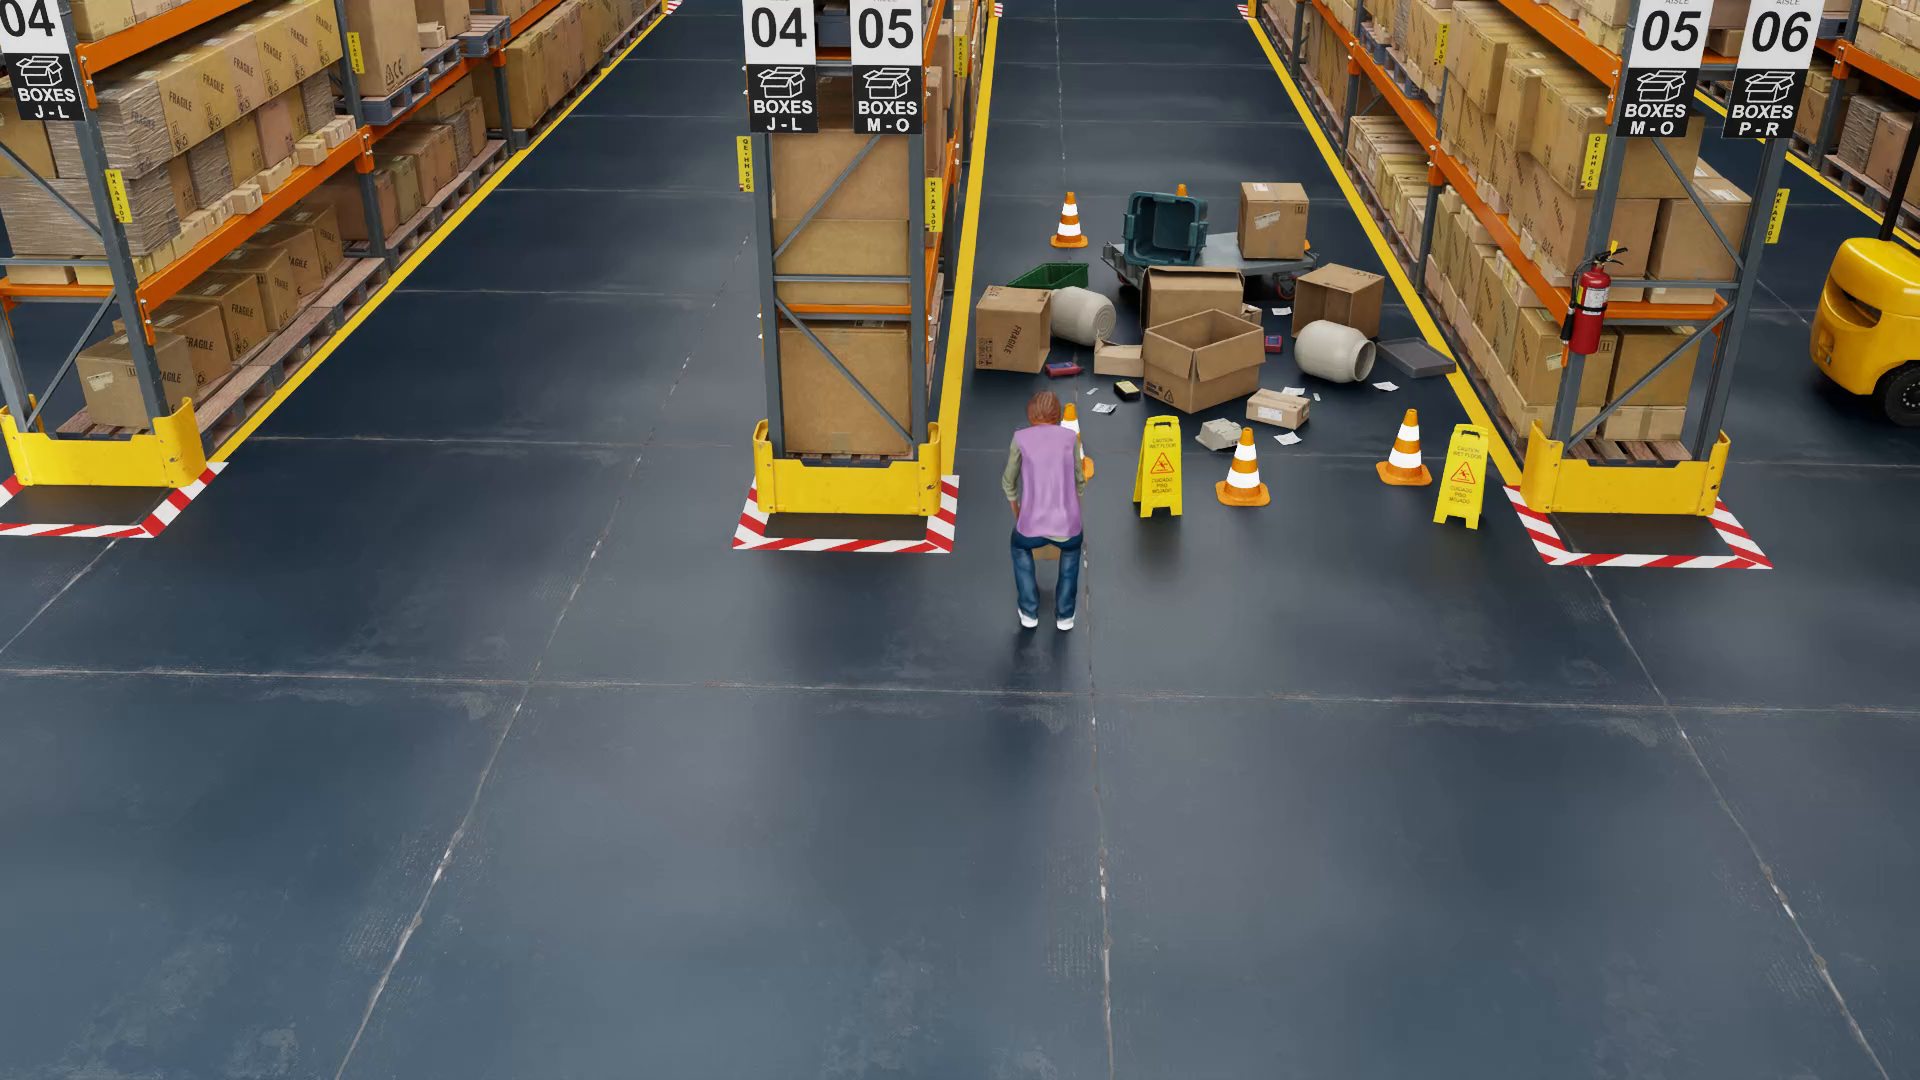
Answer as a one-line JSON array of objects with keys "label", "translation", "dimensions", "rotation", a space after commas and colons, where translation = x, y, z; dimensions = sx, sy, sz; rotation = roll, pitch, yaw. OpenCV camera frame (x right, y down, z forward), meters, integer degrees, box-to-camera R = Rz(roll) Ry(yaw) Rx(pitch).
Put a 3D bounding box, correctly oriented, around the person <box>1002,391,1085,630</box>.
[{"label": "person", "translation": [0.459, -0.125, 9.203], "dimensions": [0.463, 1.284, 0.656], "rotation": [1, 28, 2]}]
